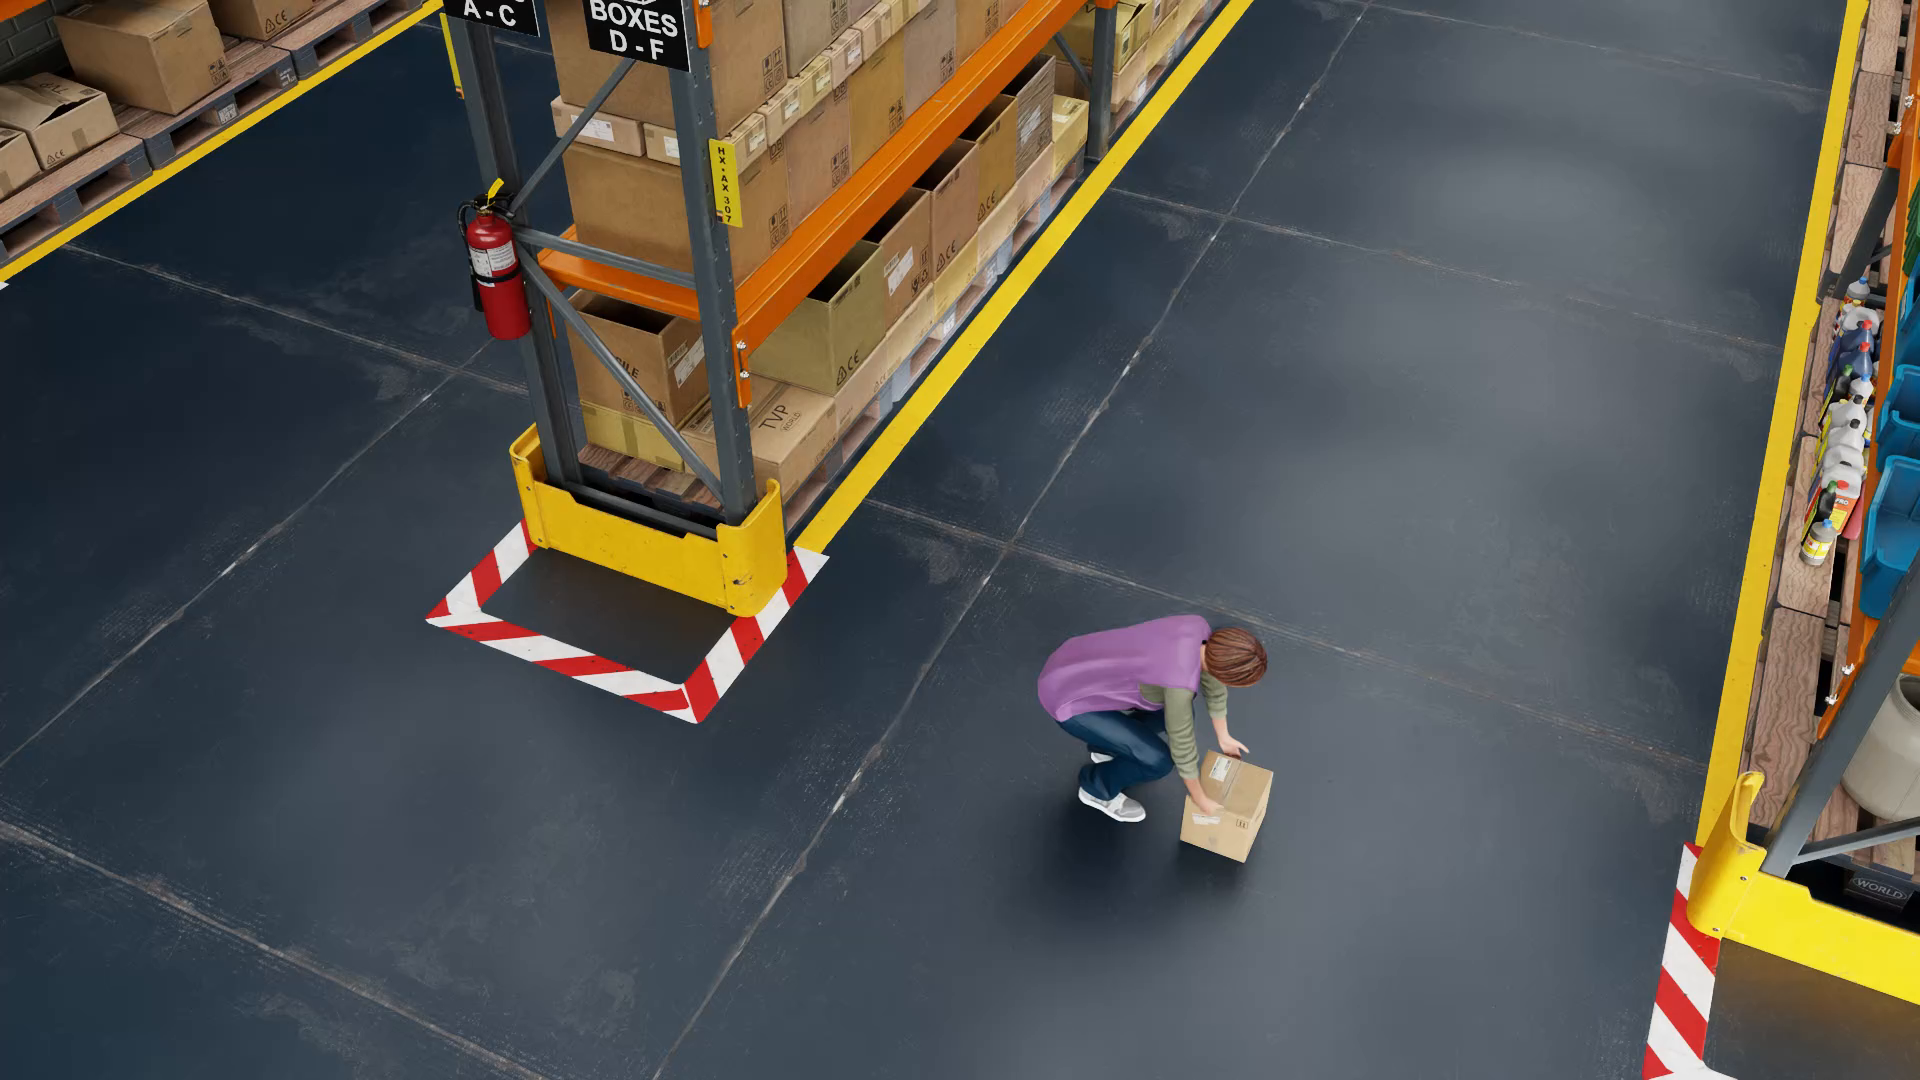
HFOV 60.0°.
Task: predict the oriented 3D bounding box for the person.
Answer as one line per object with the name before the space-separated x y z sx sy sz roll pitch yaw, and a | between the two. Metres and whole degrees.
person | 0.674 0.608 6.009 0.788 0.919 0.444 17 45 18
